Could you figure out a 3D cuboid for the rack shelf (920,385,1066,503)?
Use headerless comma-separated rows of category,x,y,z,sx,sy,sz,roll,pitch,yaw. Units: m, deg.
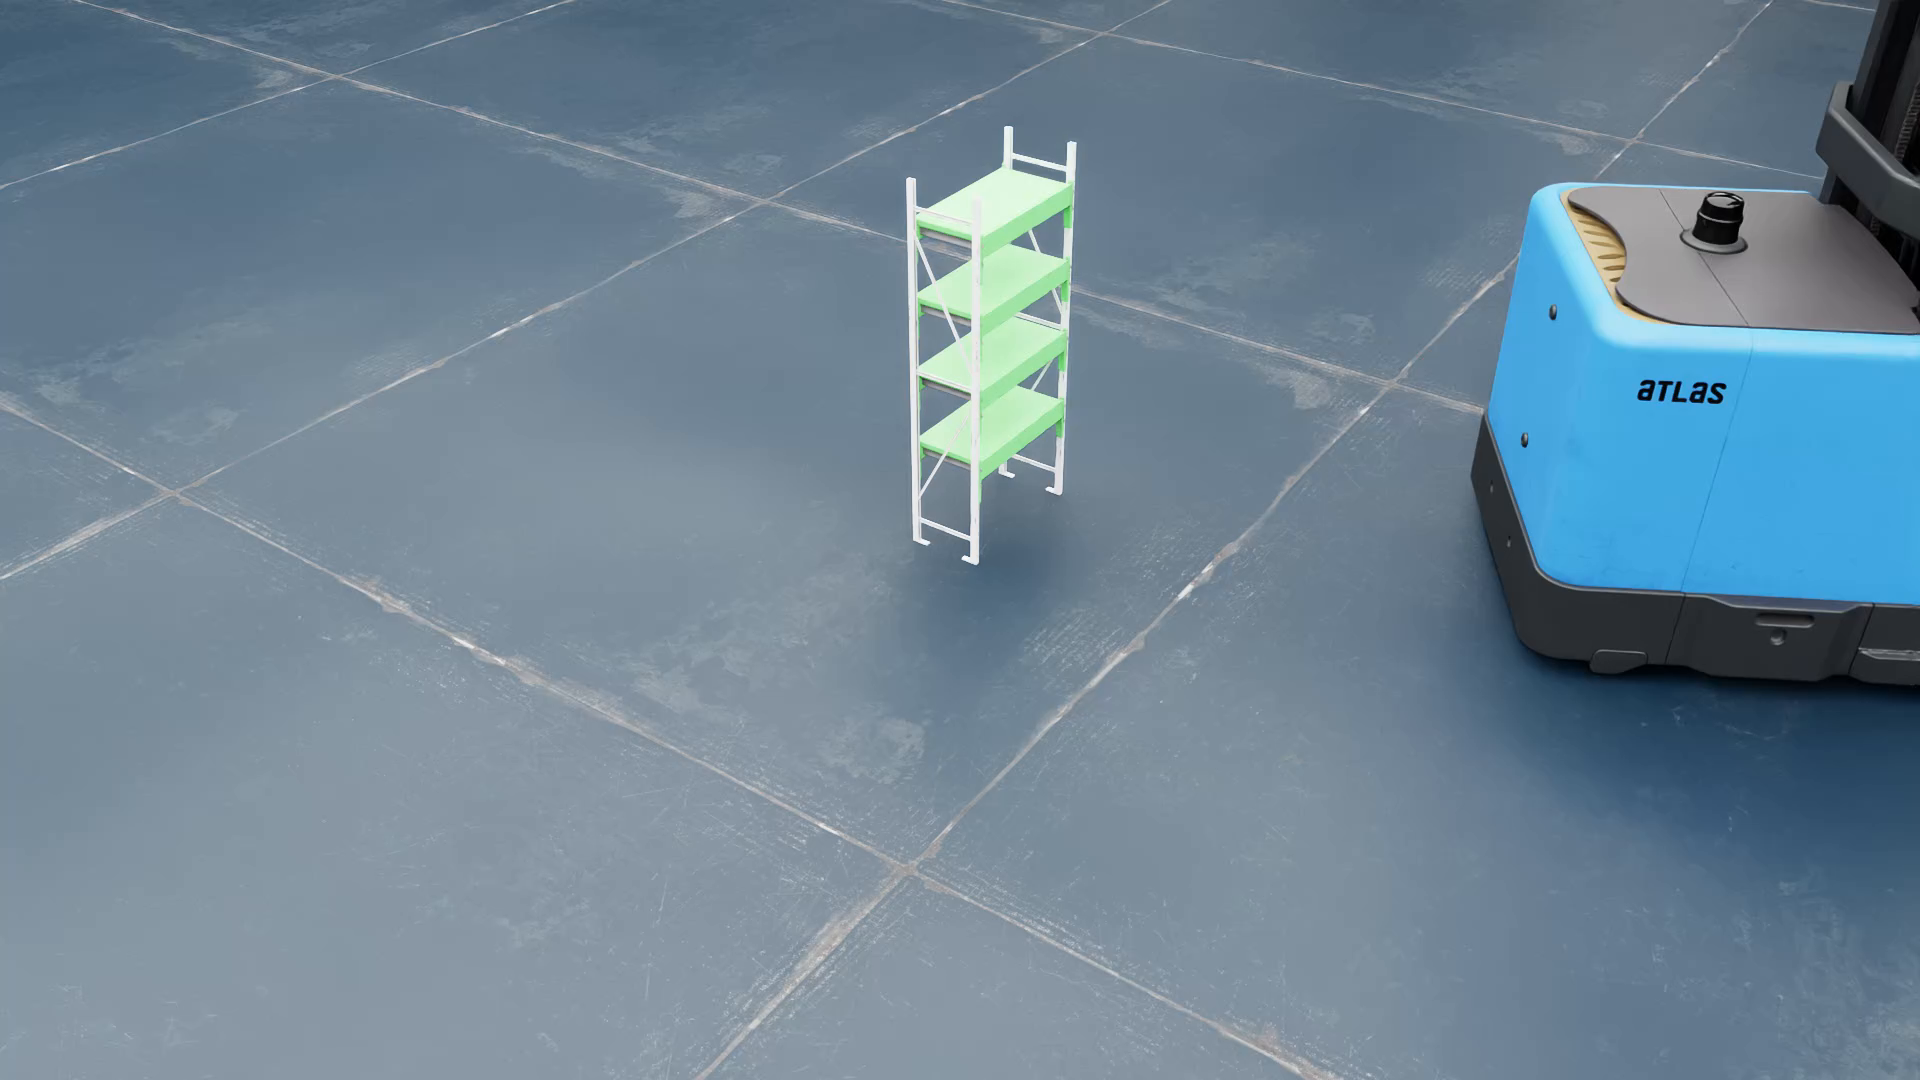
rack shelf,0.094,-0.321,5.197,0.258,0.148,0.480,21,39,28

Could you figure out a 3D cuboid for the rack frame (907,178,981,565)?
rack frame,-0.045,-0.461,4.860,0.240,1.200,0.015,21,39,28

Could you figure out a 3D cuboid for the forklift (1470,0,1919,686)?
forklift,3.132,-1.040,4.171,3.031,2.935,1.130,3,34,5

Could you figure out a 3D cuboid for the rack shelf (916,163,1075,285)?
rack shelf,0.094,-0.918,4.793,0.258,0.148,0.480,21,39,28

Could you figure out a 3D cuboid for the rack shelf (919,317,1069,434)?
rack shelf,0.094,-0.520,5.062,0.258,0.148,0.480,21,39,28

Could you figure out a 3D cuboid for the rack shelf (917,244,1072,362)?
rack shelf,0.094,-0.719,4.928,0.258,0.148,0.480,21,39,28

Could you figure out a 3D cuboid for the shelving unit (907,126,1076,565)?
shelving unit,0.094,-0.573,5.027,0.258,1.200,0.503,21,39,28

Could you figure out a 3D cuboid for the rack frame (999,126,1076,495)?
rack frame,0.234,-0.685,5.193,0.240,1.200,0.015,21,39,28
